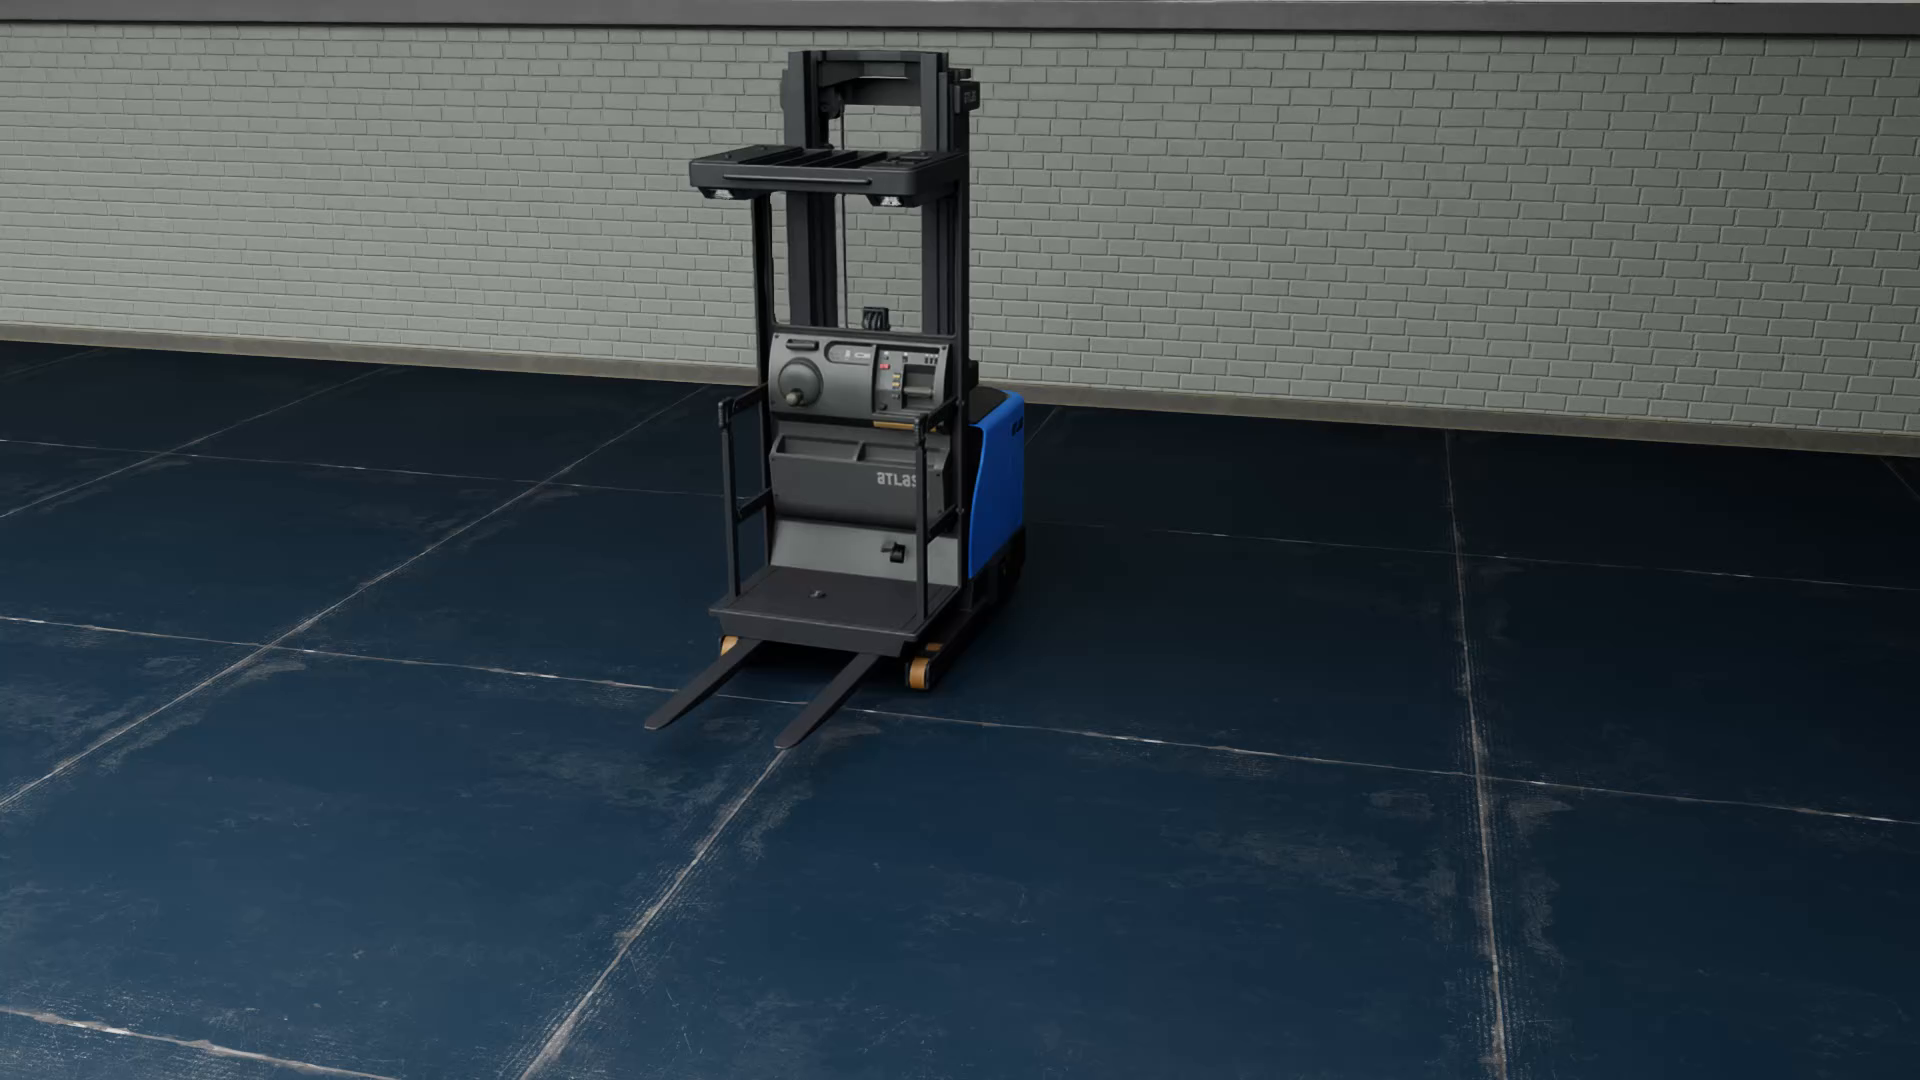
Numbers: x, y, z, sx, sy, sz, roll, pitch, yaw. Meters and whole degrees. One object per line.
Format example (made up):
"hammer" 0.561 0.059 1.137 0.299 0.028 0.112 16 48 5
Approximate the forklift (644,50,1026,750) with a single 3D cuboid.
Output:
"forklift" -0.568 -0.802 8.001 1.130 2.935 3.031 6 20 17
